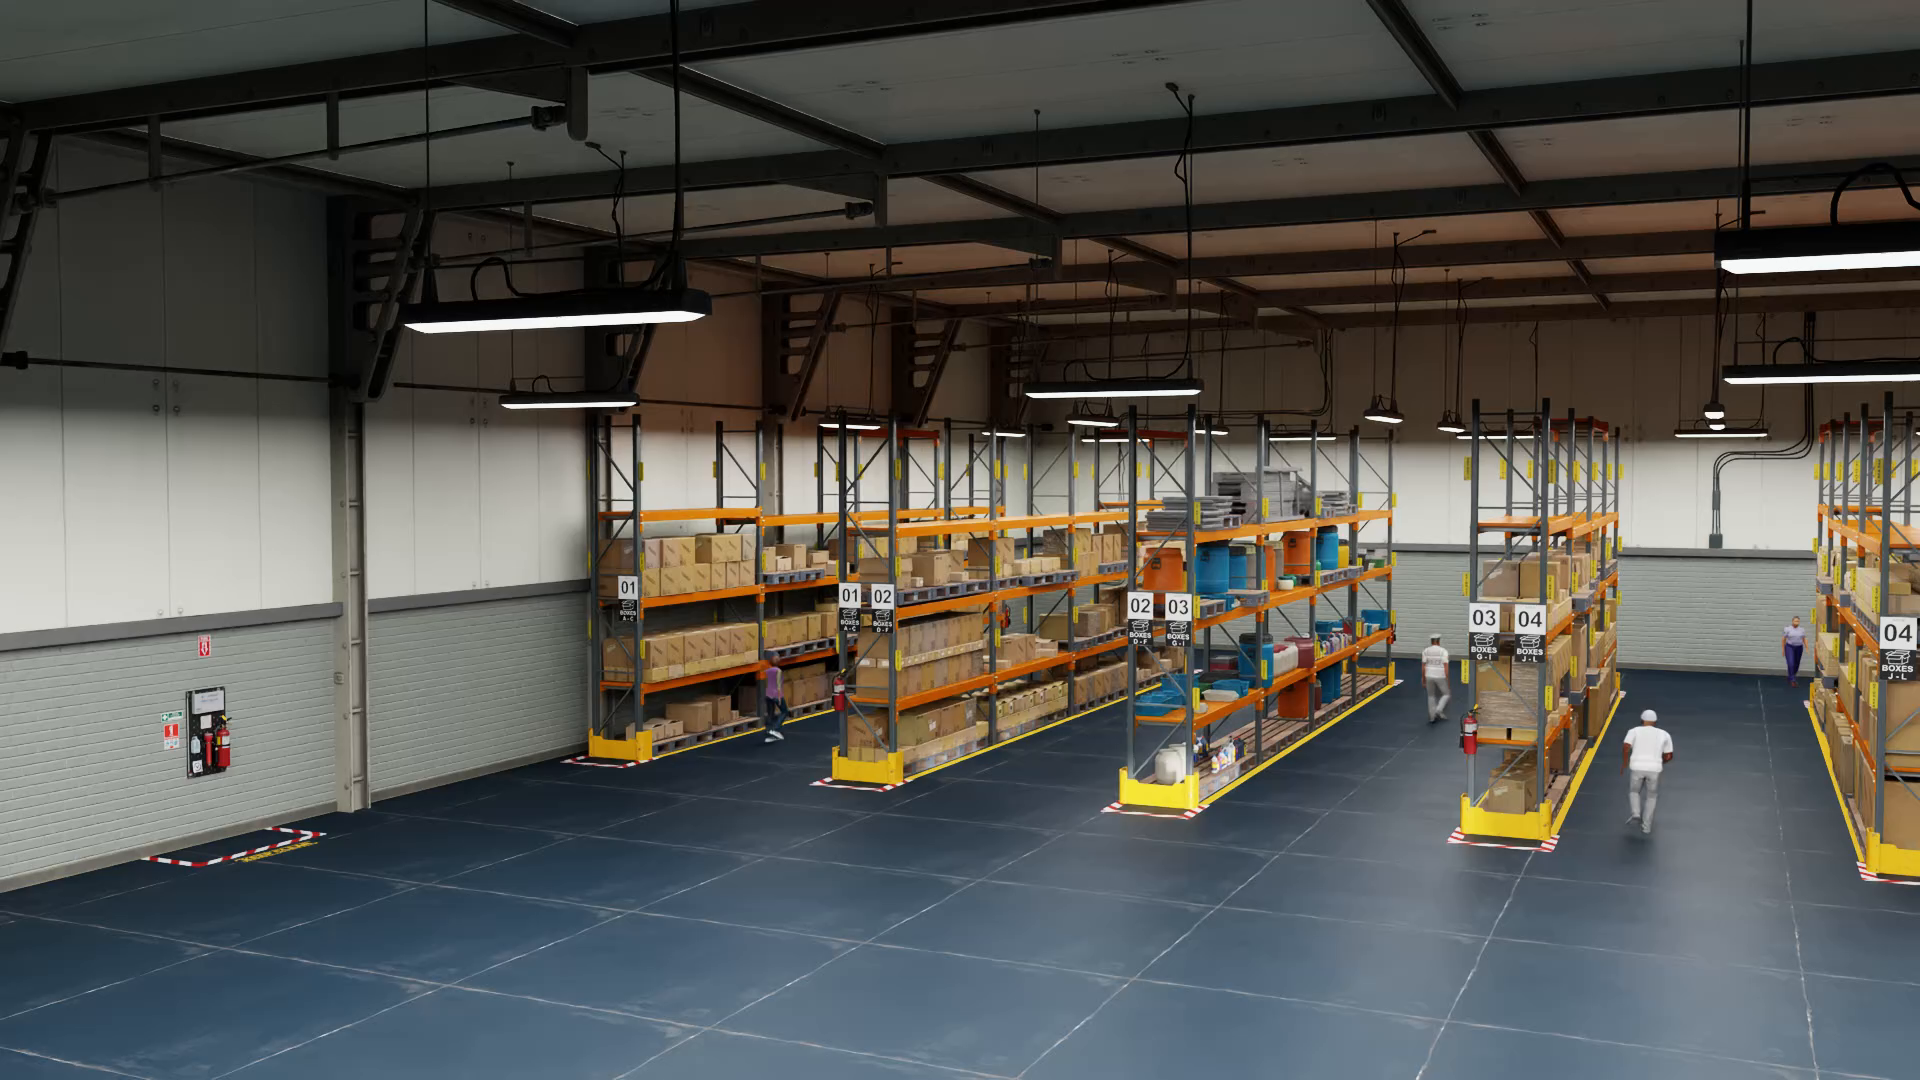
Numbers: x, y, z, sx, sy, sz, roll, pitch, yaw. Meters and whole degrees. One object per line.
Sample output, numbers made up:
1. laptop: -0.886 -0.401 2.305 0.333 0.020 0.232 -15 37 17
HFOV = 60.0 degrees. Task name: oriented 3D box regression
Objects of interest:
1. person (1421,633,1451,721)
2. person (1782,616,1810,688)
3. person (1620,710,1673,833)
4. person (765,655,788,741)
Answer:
1. person: 9.510 2.758 33.240 0.586 1.756 0.532 1 3 31
2. person: 19.486 2.586 38.775 0.529 1.642 0.710 0 2 1
3. person: 9.614 3.222 23.303 0.670 1.654 0.769 1 3 27
4. person: -3.454 2.934 30.818 0.447 1.572 0.469 2 3 37
